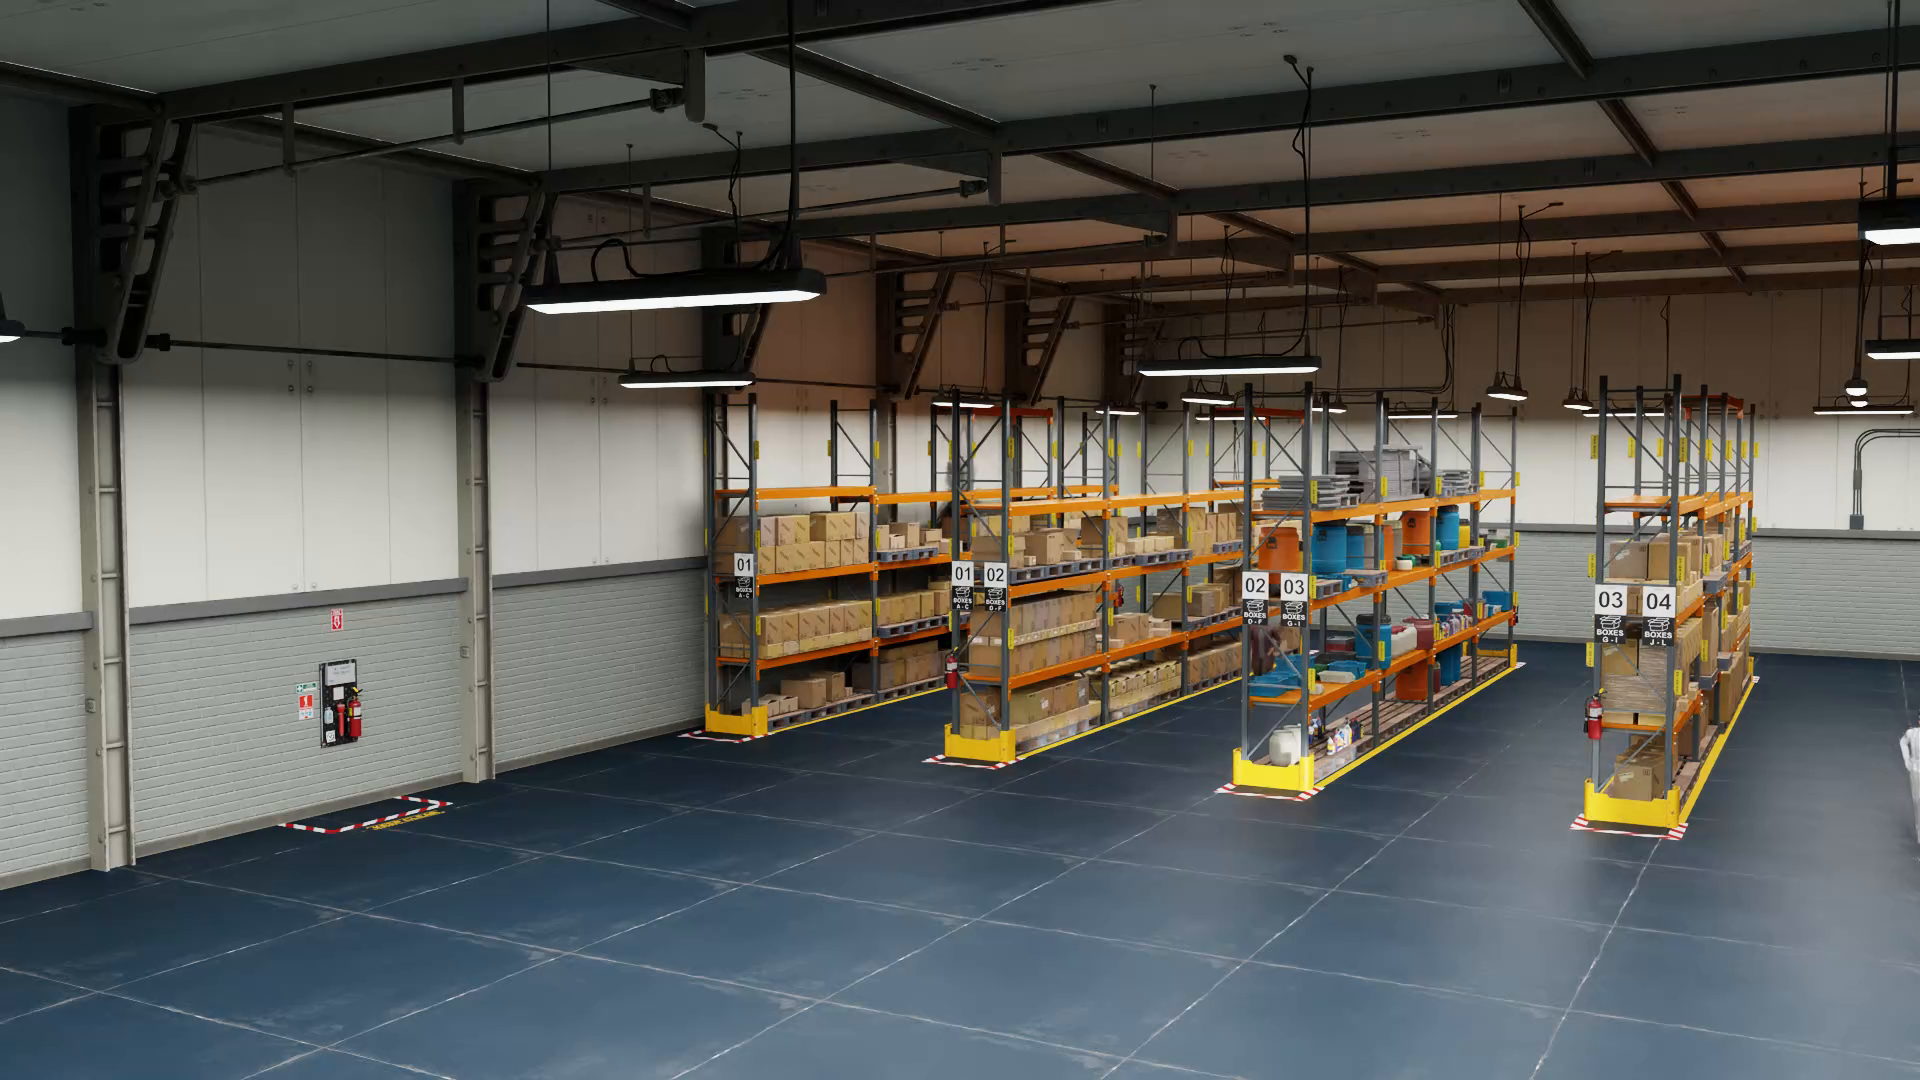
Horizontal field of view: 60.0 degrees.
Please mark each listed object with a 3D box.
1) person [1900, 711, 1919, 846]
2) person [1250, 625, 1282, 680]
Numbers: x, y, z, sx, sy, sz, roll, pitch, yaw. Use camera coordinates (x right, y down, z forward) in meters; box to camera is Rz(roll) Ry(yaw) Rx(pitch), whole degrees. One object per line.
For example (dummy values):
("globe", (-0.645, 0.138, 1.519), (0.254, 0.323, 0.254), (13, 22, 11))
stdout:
("person", (12.406, 3.022, 21.347), (0.567, 1.747, 0.985), (1, 3, 21))
("person", (6.068, 2.343, 33.230), (0.704, 1.750, 0.687), (1, 3, 21))
